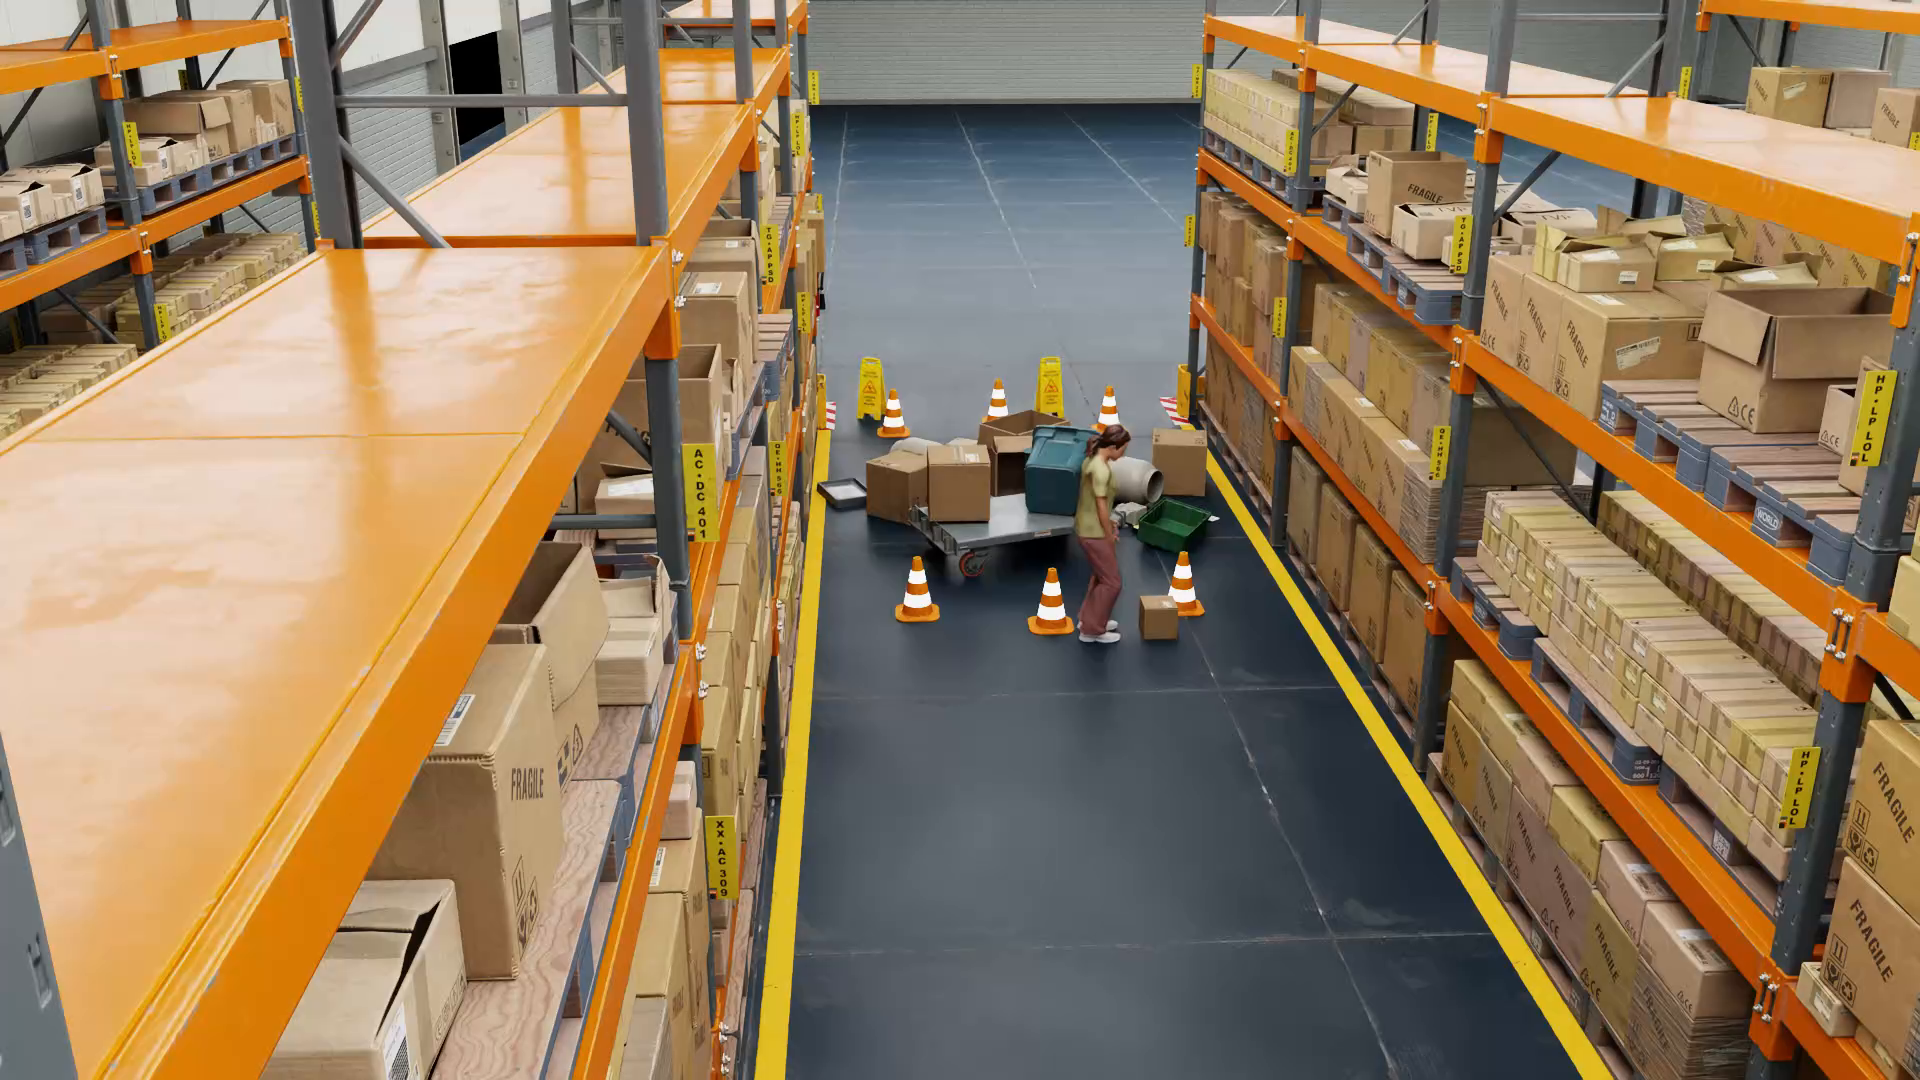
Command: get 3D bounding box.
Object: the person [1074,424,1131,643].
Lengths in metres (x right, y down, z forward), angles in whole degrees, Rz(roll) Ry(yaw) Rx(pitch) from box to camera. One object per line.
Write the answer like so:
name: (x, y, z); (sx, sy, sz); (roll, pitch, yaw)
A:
person: (1.027, -0.051, 12.158); (0.388, 1.603, 0.470); (-1, 20, -2)
